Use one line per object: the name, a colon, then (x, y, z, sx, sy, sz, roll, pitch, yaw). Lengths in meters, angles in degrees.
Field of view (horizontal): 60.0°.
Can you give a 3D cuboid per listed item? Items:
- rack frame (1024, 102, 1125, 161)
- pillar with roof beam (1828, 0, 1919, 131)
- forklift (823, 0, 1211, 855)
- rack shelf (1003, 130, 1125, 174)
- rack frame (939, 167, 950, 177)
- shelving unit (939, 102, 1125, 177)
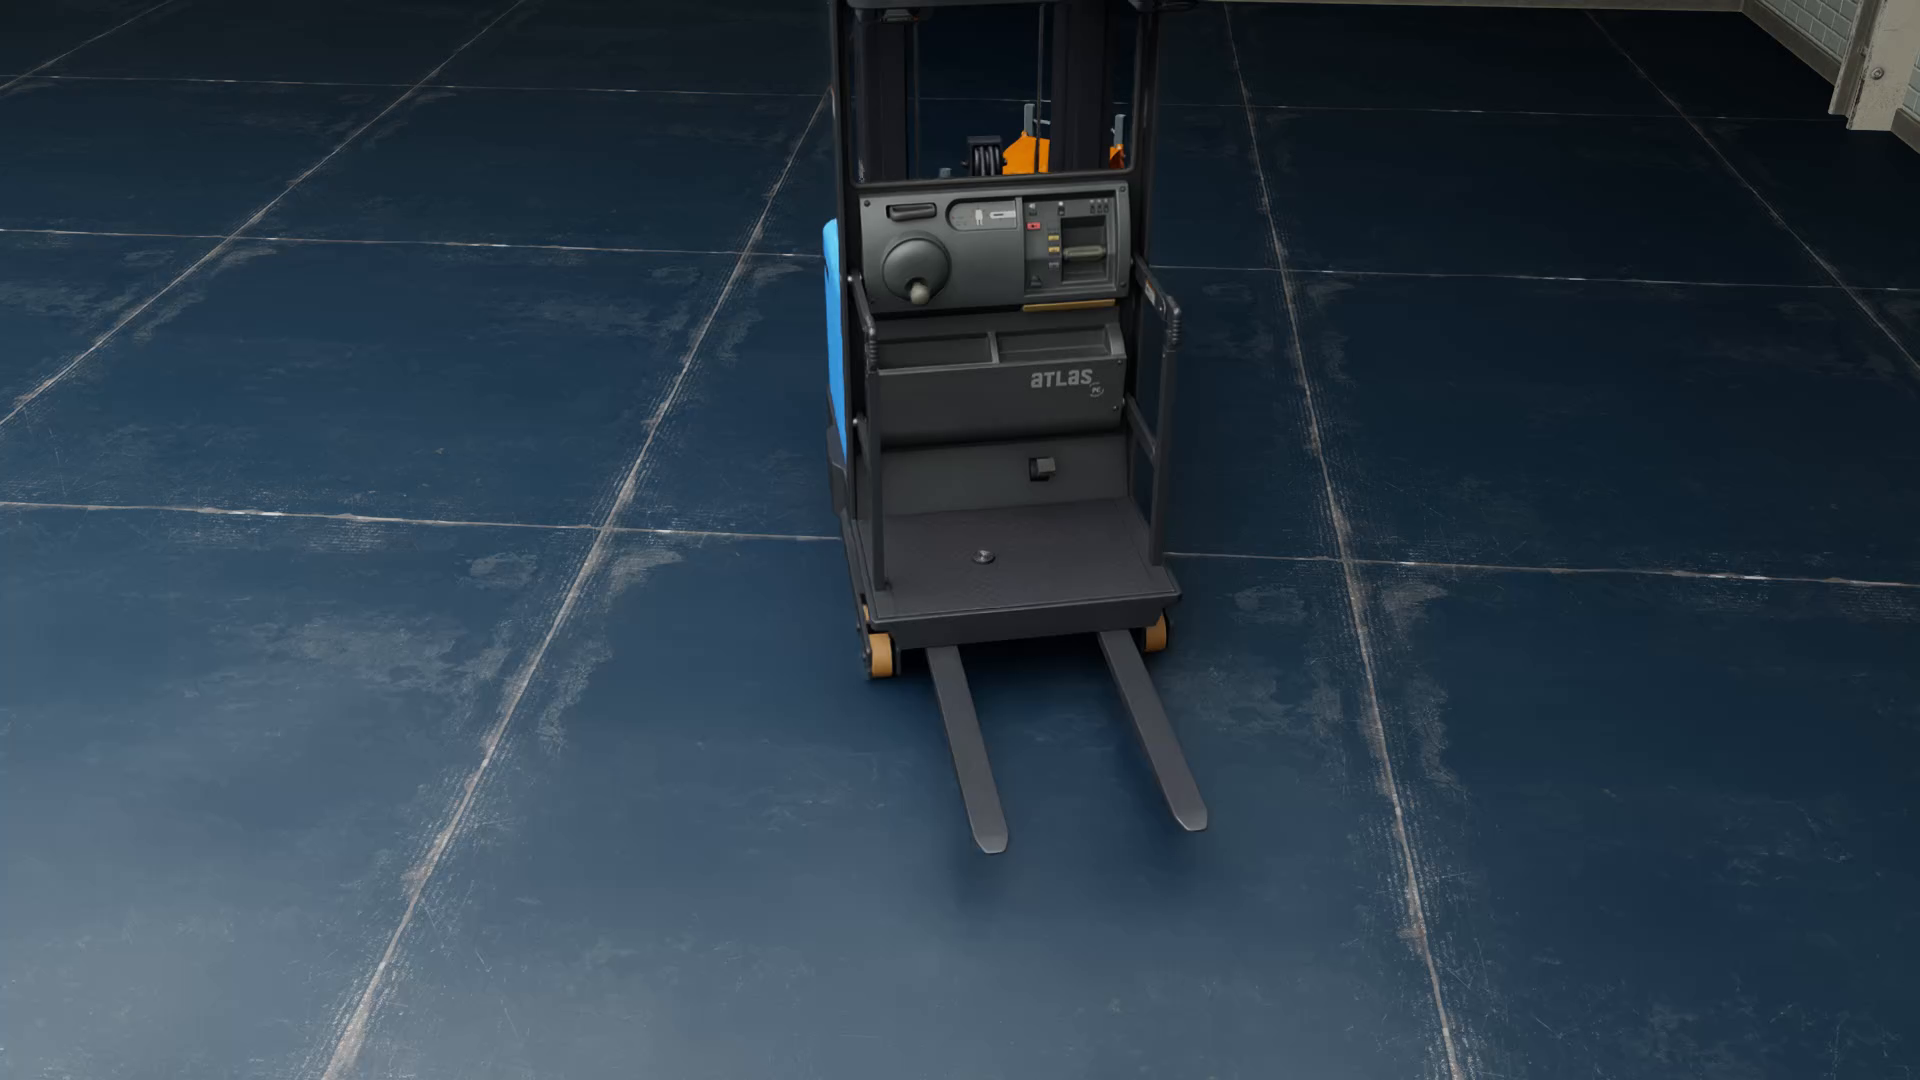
rack frame: (0.546, -1.579, 8.240, 0.500, 1.125, 0.032, 13, 34, 20)
pillar with roof beam: (1.897, -6.892, 9.357, 9.100, 9.000, 0.400, 2, 32, 4)
forklift: (0.162, -0.956, 5.508, 1.130, 2.935, 3.031, -5, 32, -8)
rack shelf: (0.344, -1.583, 7.689, 0.538, 0.278, 1.000, 13, 34, 20)
rack frame: (0.142, -1.089, 7.445, 0.500, 1.125, 0.032, 13, 34, 20)
shelving unit: (0.344, -1.334, 7.843, 0.538, 1.125, 1.048, 13, 34, 20)
